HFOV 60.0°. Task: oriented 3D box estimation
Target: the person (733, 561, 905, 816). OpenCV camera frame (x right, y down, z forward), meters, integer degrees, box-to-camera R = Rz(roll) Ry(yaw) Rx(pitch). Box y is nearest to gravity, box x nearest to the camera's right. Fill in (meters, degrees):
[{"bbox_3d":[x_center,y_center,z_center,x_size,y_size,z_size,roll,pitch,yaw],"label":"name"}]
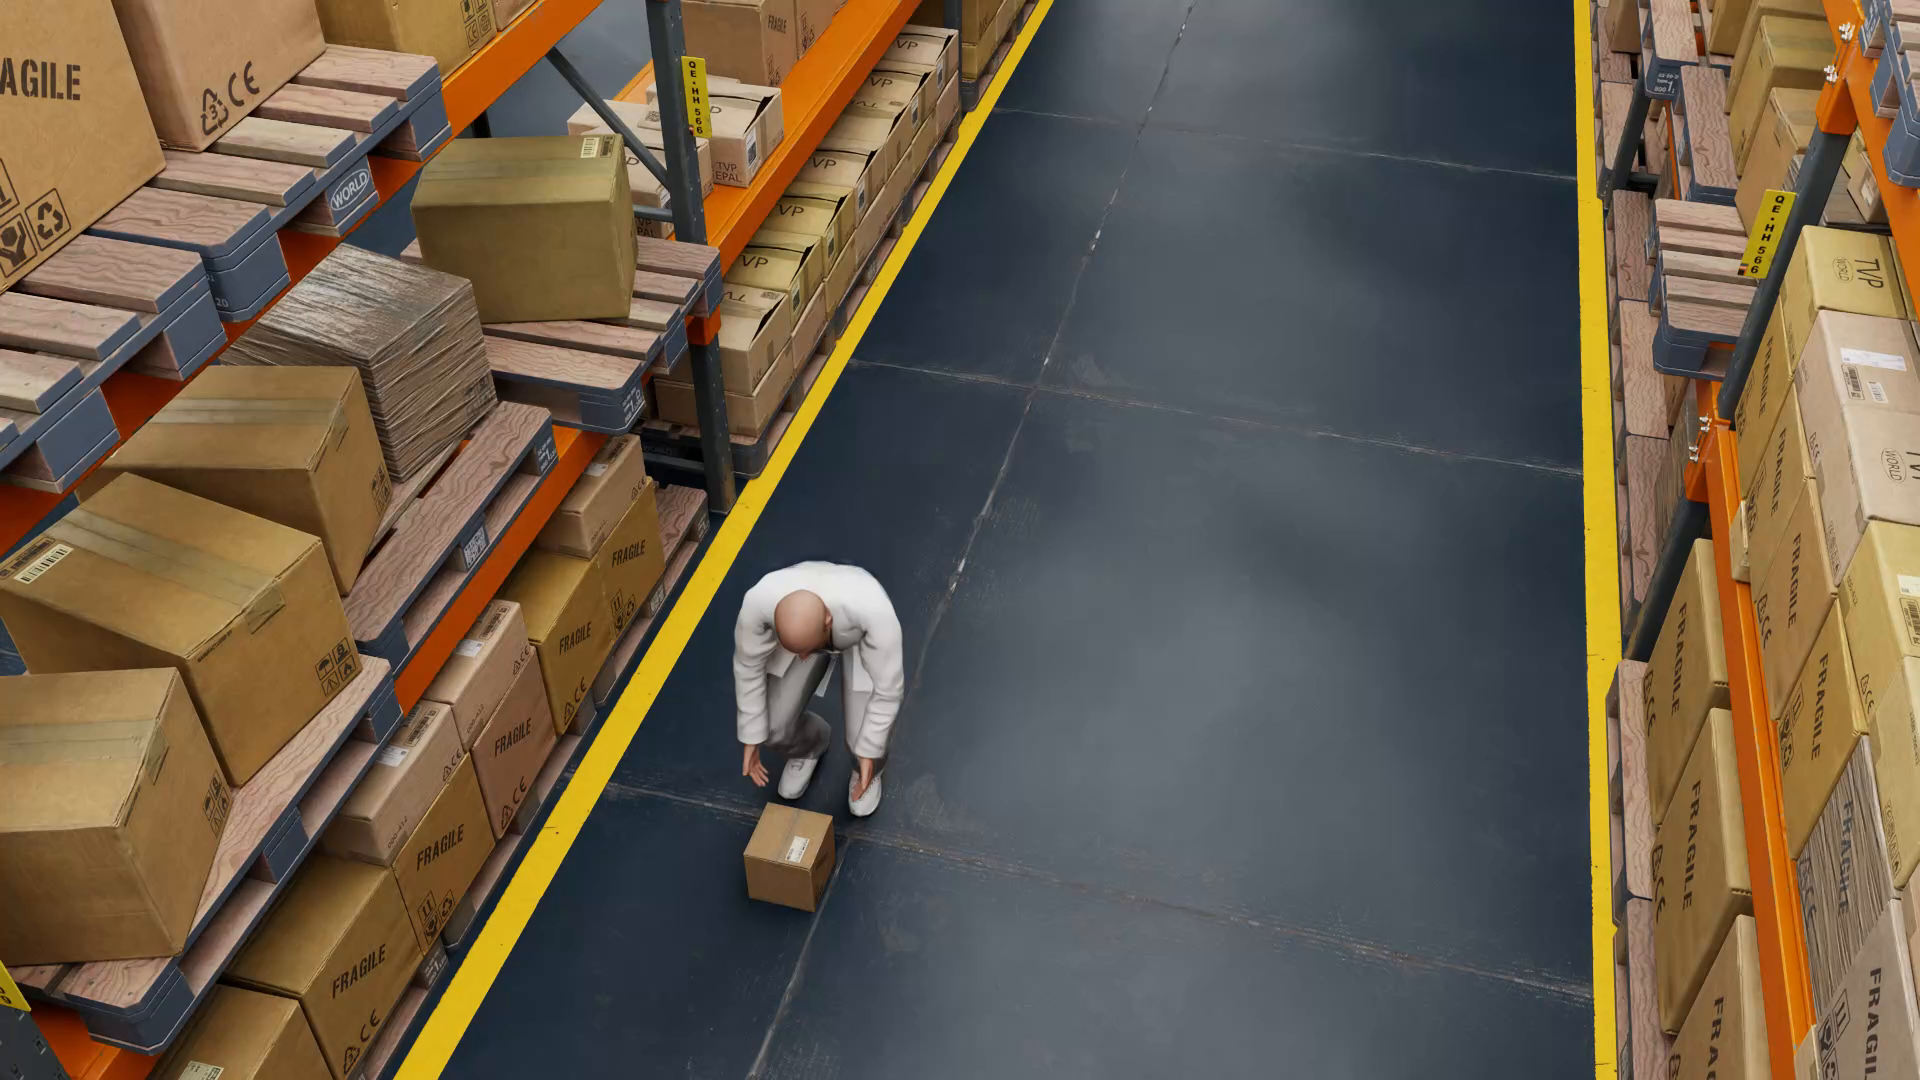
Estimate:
[{"bbox_3d":[-0.464,0.481,5.998,0.631,1.271,0.793,10,41,11],"label":"person"}]
